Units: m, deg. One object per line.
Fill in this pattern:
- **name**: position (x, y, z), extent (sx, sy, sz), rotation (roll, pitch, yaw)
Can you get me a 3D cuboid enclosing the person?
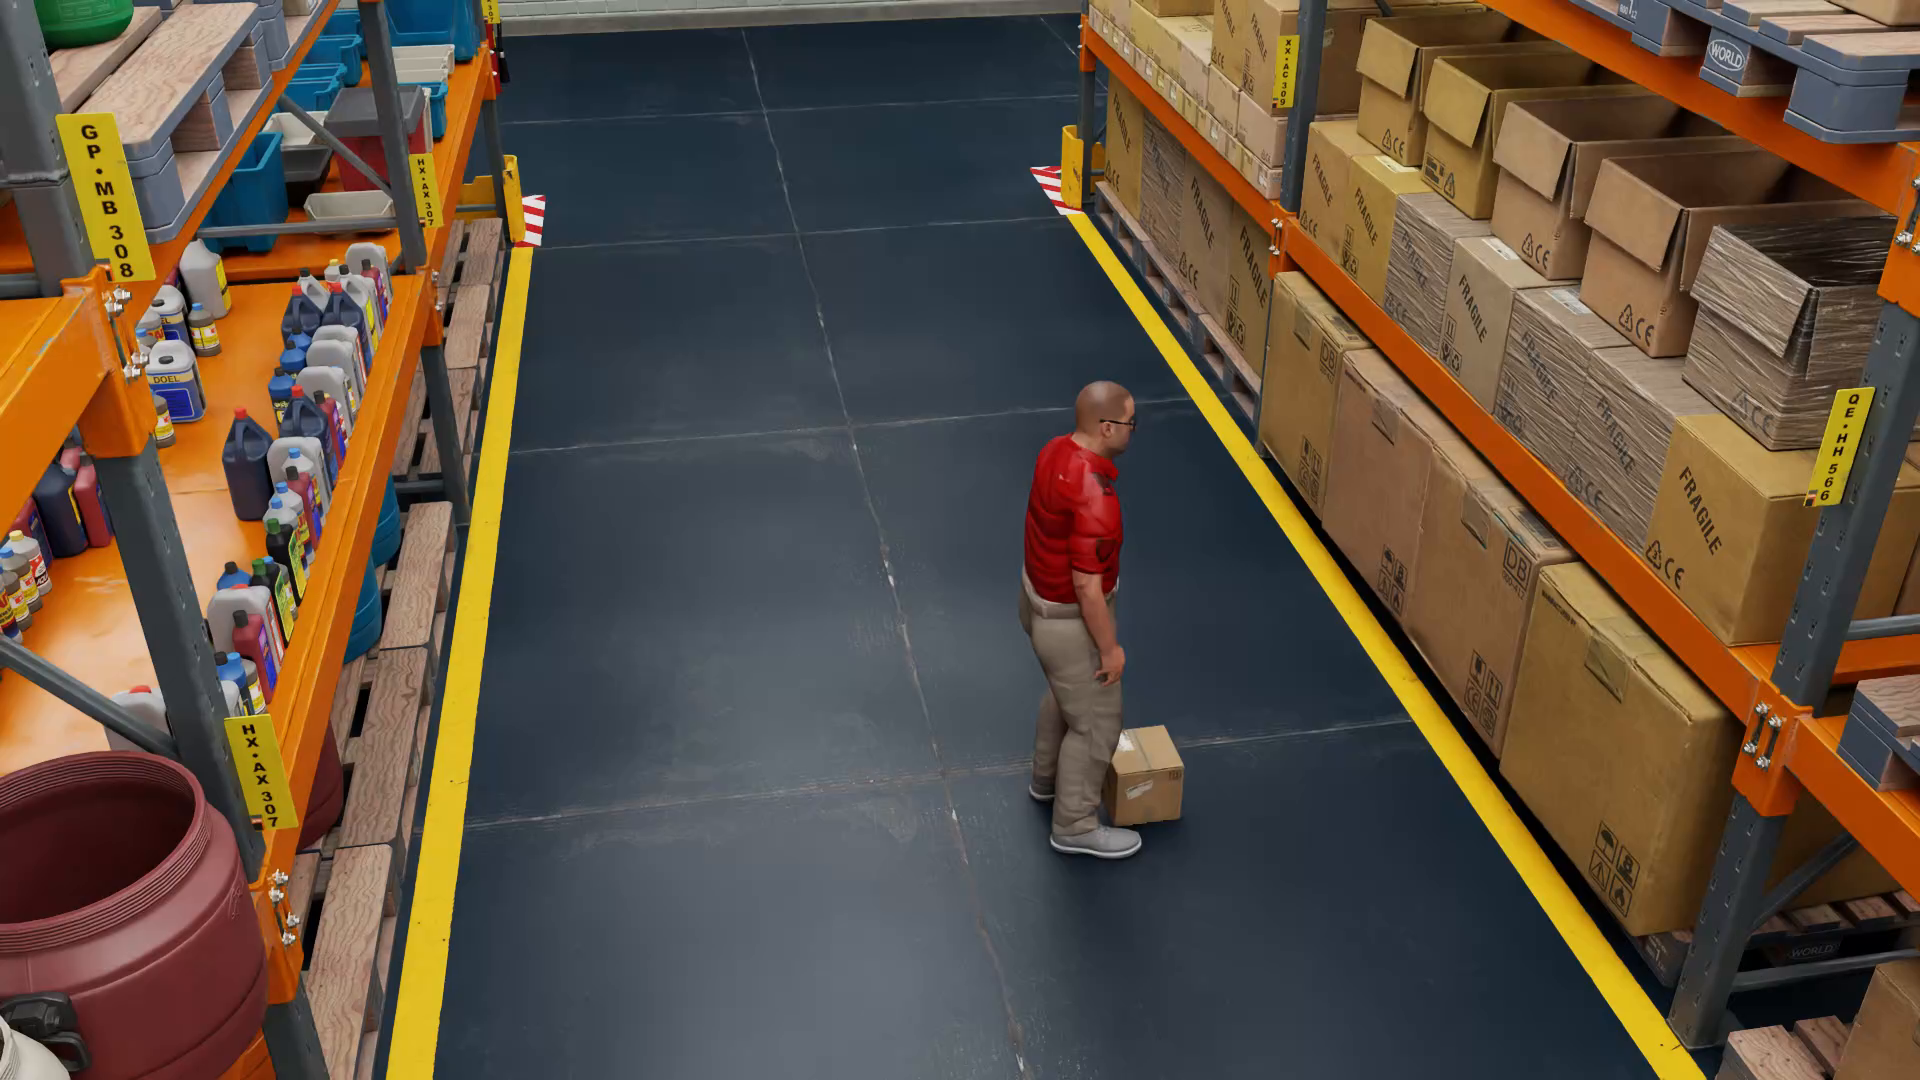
- **person**: position (0.414, 0.261, 5.703), extent (0.394, 1.726, 0.580), rotation (-6, 31, -11)
